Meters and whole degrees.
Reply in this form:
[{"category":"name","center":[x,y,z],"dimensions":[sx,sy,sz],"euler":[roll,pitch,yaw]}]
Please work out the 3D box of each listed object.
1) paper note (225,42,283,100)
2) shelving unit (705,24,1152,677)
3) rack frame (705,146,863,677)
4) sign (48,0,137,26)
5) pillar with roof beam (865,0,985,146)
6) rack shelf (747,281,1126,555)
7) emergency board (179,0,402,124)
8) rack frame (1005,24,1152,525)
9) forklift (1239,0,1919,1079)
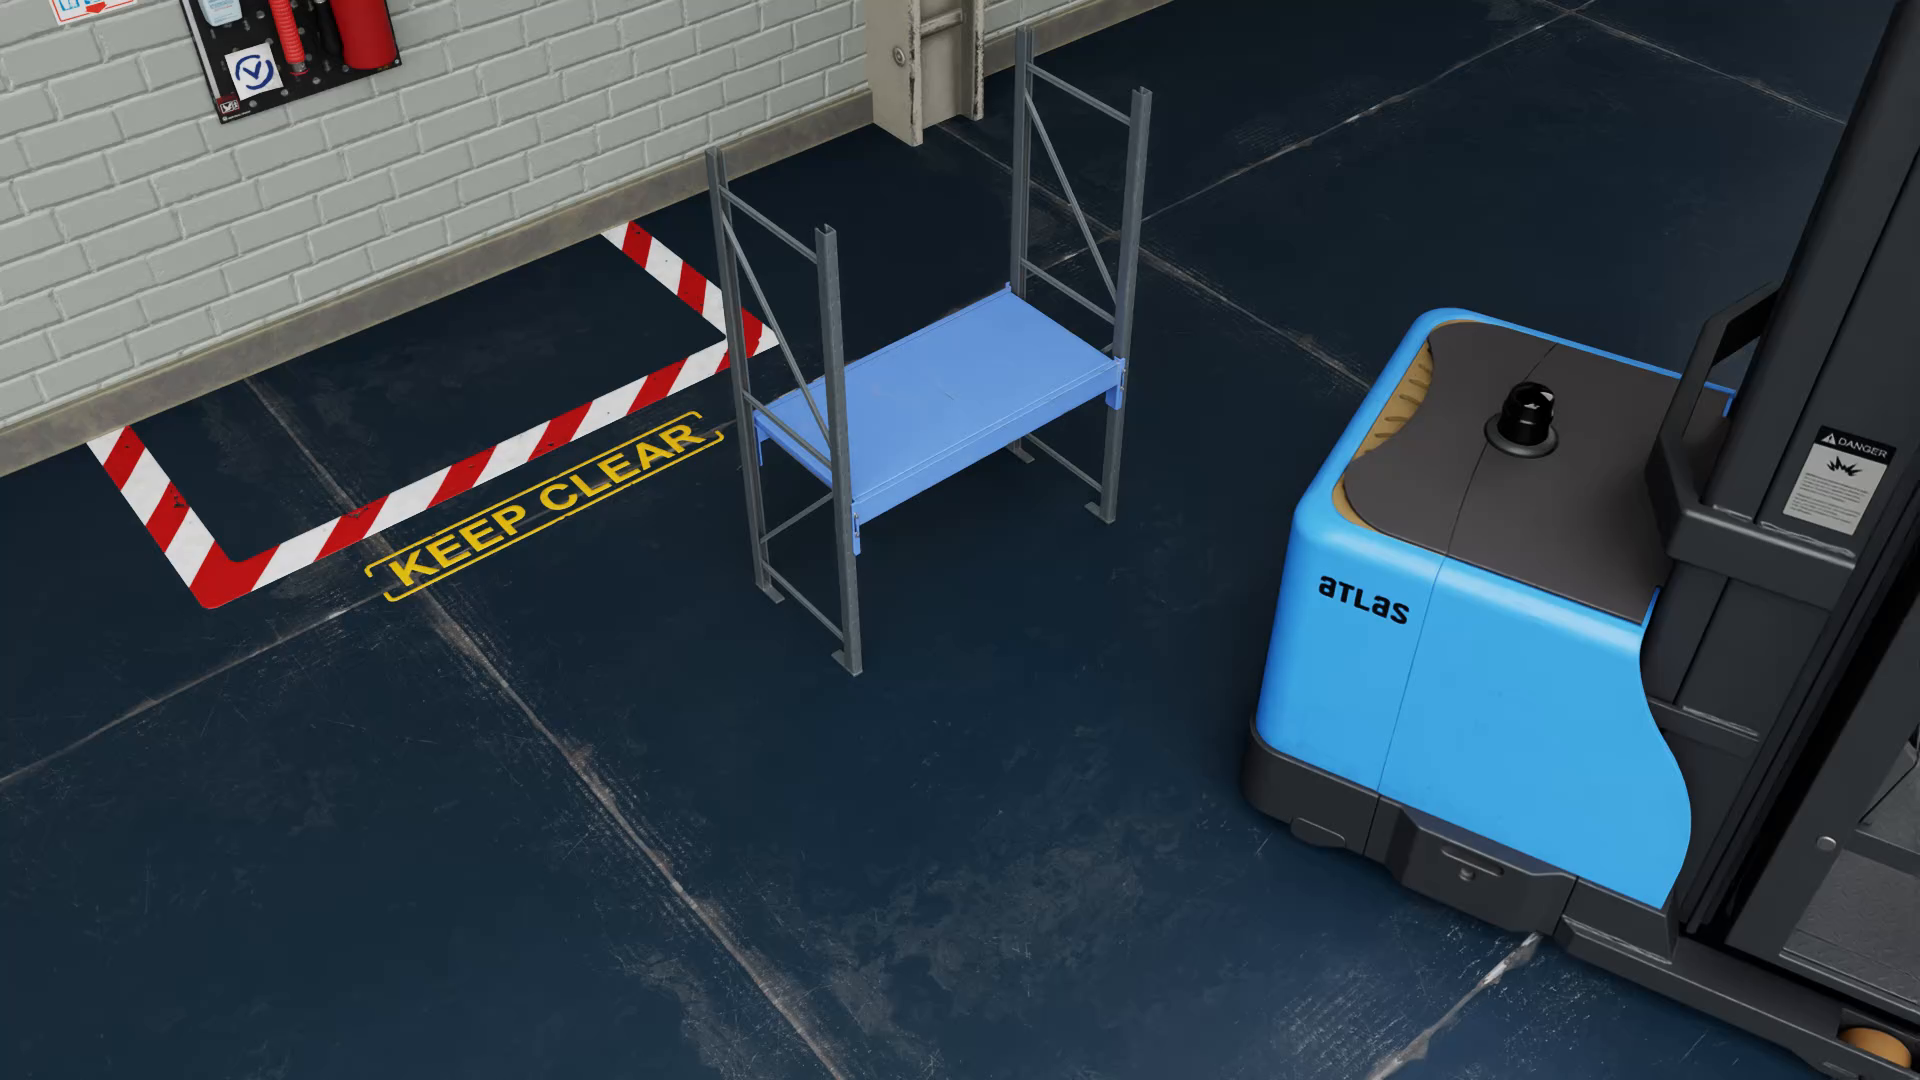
[{"category":"paper note","center":[-2.245,-1.491,5.290],"dimensions":[0.142,0.148,0.016],"euler":[-30,51,-28]},{"category":"shelving unit","center":[-0.065,-0.509,4.697],"dimensions":[1.048,1.500,0.538],"euler":[-30,51,-28]},{"category":"rack frame","center":[-0.455,-0.286,4.459],"dimensions":[0.032,1.500,0.500],"euler":[-30,51,-28]},{"category":"sign","center":[-2.555,-1.678,4.820],"dimensions":[0.234,0.329,0.001],"euler":[-30,51,-28]},{"category":"pillar with roof beam","center":[2.618,-2.846,1.707],"dimensions":[0.400,9.000,9.100],"euler":[-30,51,-28]},{"category":"rack shelf","center":[-0.065,-0.378,4.820],"dimensions":[1.000,0.185,0.538],"euler":[-30,51,-28]},{"category":"emergency board","center":[-2.065,-1.854,5.033],"dimensions":[0.643,1.169,0.194],"euler":[-30,51,-28]},{"category":"rack frame","center":[0.325,-0.733,4.934],"dimensions":[0.032,1.500,0.500],"euler":[-30,51,-28]},{"category":"forklift","center":[2.282,-0.128,3.245],"dimensions":[3.031,2.935,1.130],"euler":[22,47,21]}]
